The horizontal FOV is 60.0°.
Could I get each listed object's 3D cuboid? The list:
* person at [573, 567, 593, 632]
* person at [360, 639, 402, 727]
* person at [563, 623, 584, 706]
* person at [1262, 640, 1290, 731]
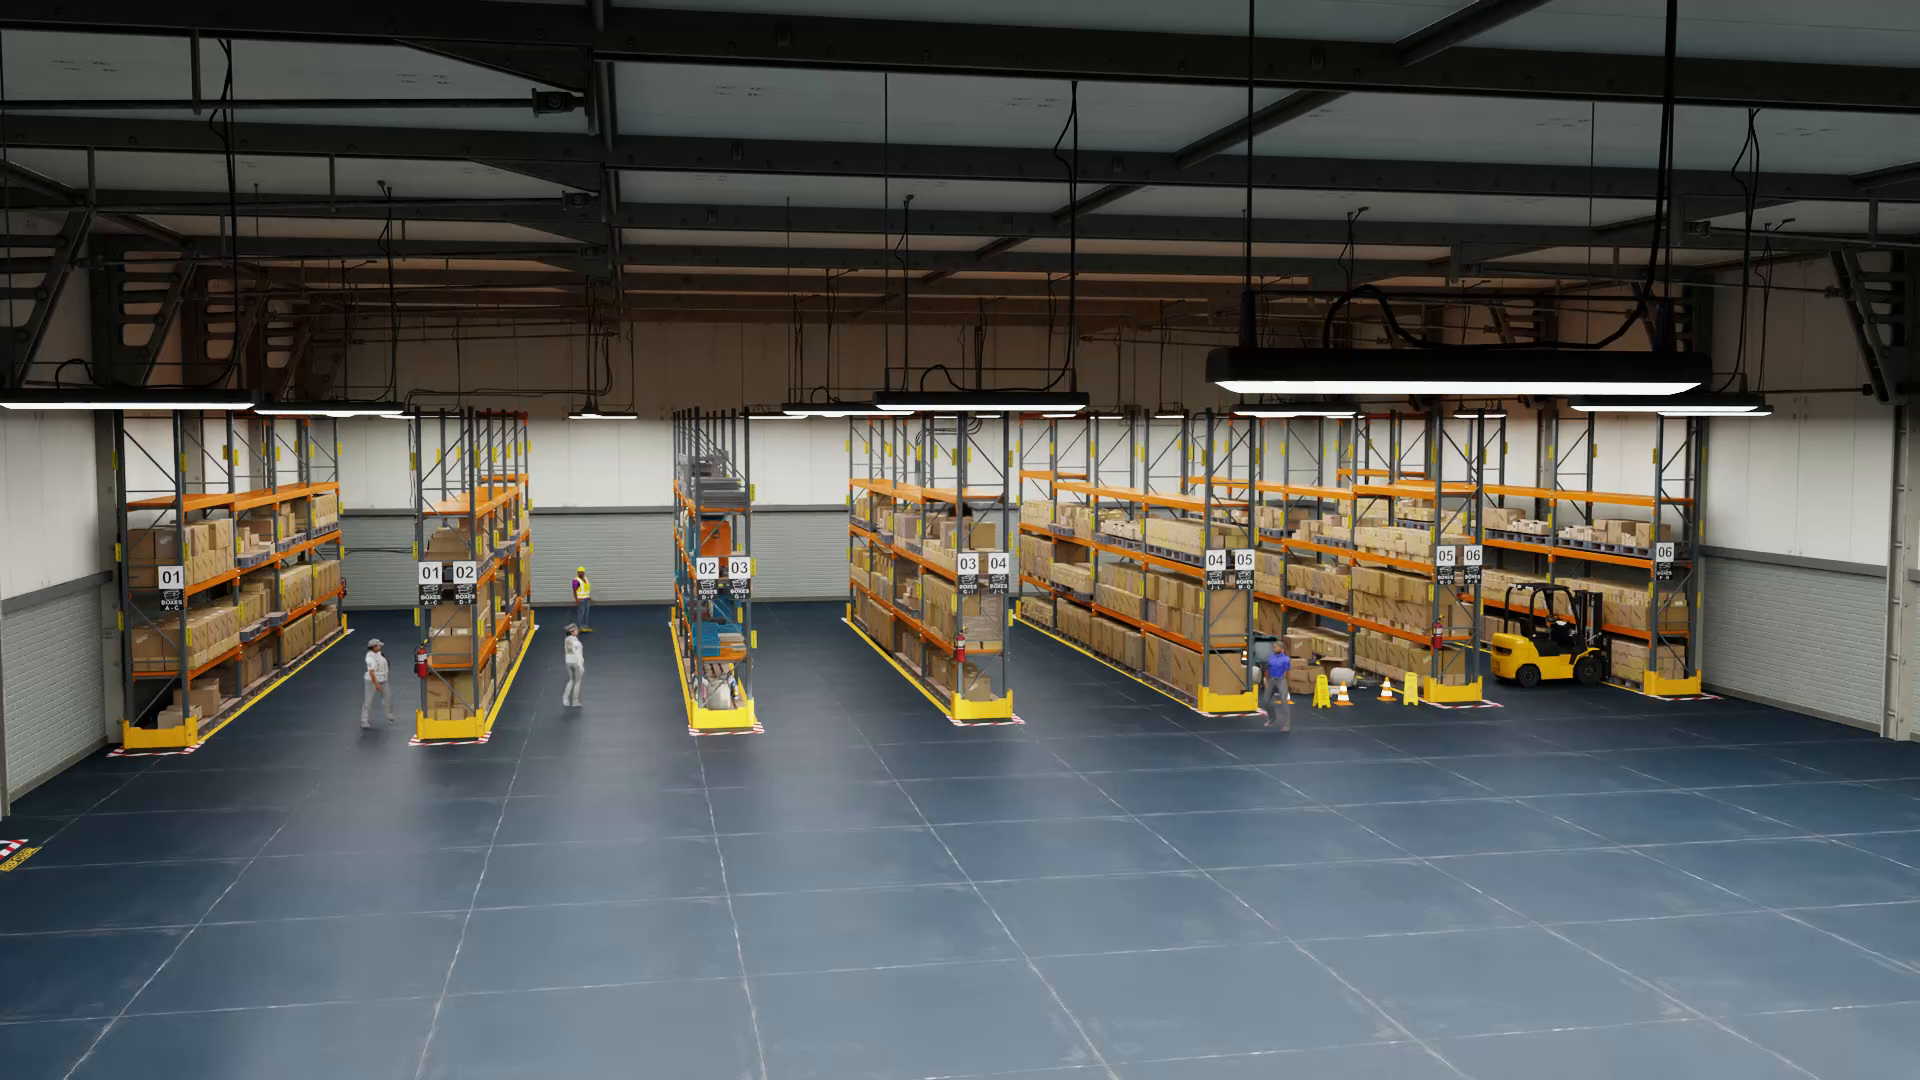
[{"bbox_3d":[-10.299,1.620,45.410,0.405,1.789,0.597,1,4,17],"label":"person"},{"bbox_3d":[-10.942,2.682,31.315,0.573,1.679,0.664,1,4,17],"label":"person"},{"bbox_3d":[-7.746,2.497,33.303,0.481,1.687,0.473,2,4,23],"label":"person"},{"bbox_3d":[5.898,2.691,30.871,0.566,1.676,0.391,3,5,39],"label":"person"}]
